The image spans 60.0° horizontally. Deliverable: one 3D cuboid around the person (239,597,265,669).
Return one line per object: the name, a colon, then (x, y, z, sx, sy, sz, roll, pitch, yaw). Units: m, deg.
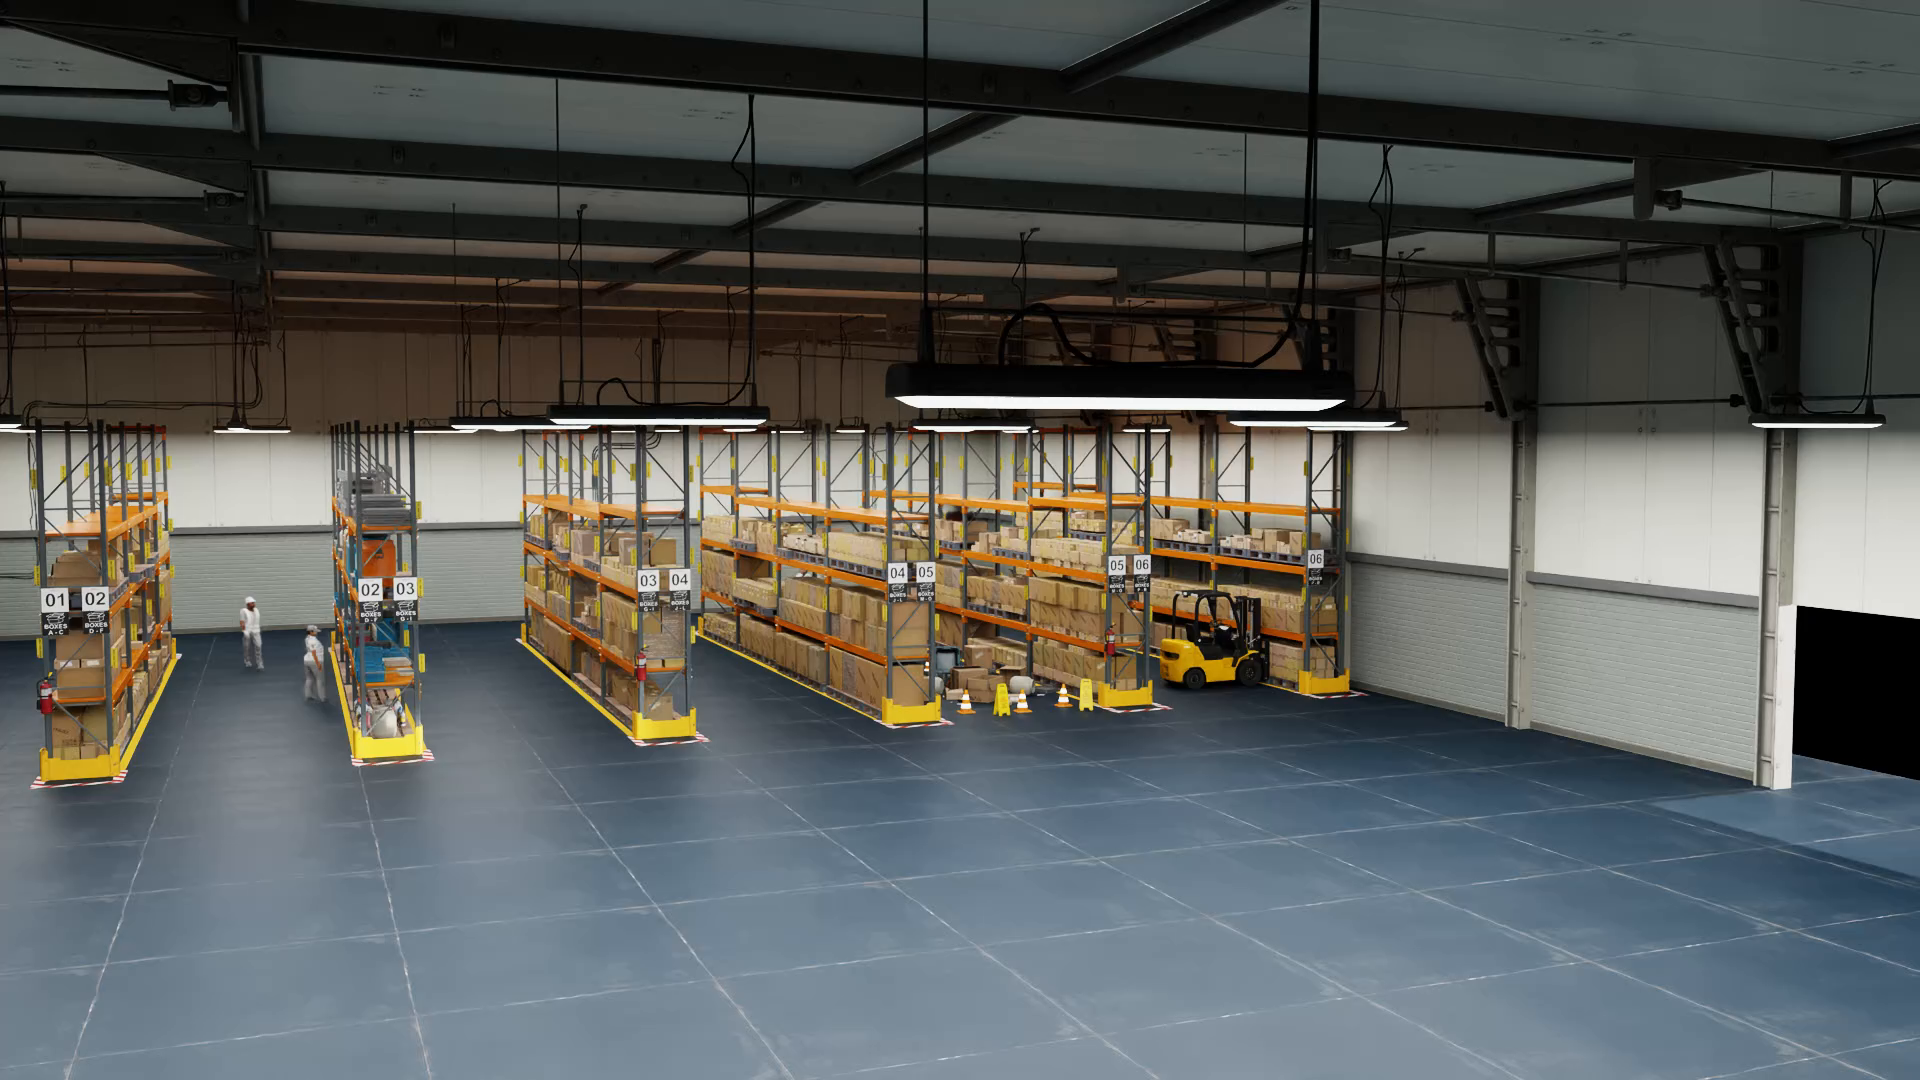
person: (-17.375, 2.267, 40.735, 0.507, 1.735, 0.955, -2, 4, -30)

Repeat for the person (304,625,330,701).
person: (-13.870, 2.651, 35.809, 0.576, 1.658, 0.451, 3, 5, 43)

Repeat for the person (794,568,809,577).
person: (-4.886, 1.650, 51.044, 0.604, 1.764, 0.788, 0, 4, 2)
